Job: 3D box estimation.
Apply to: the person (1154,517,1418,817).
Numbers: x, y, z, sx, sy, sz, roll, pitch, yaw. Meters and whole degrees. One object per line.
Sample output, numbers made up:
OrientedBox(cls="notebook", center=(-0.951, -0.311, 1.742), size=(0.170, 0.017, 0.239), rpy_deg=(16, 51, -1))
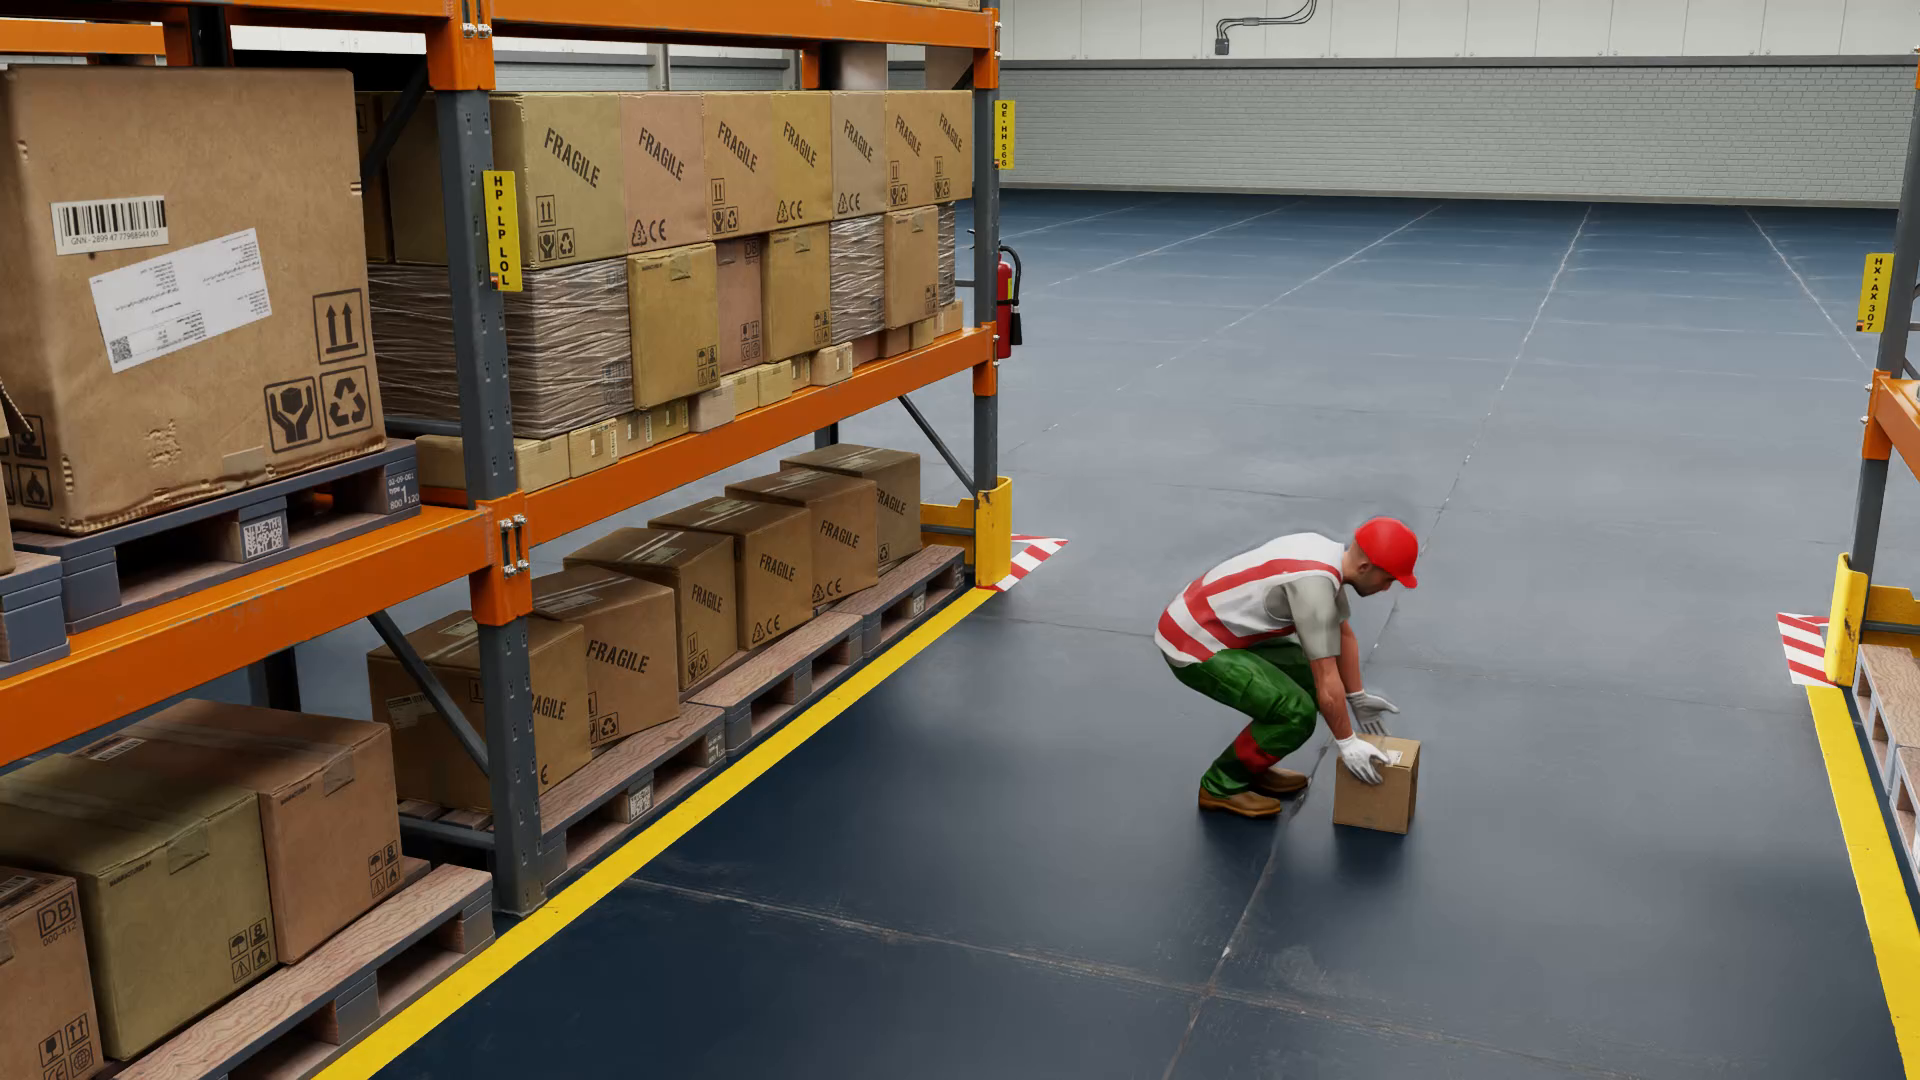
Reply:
OrientedBox(cls="person", center=(1.133, 0.413, 5.845), size=(0.869, 1.065, 0.579), rpy_deg=(6, 16, 21))
